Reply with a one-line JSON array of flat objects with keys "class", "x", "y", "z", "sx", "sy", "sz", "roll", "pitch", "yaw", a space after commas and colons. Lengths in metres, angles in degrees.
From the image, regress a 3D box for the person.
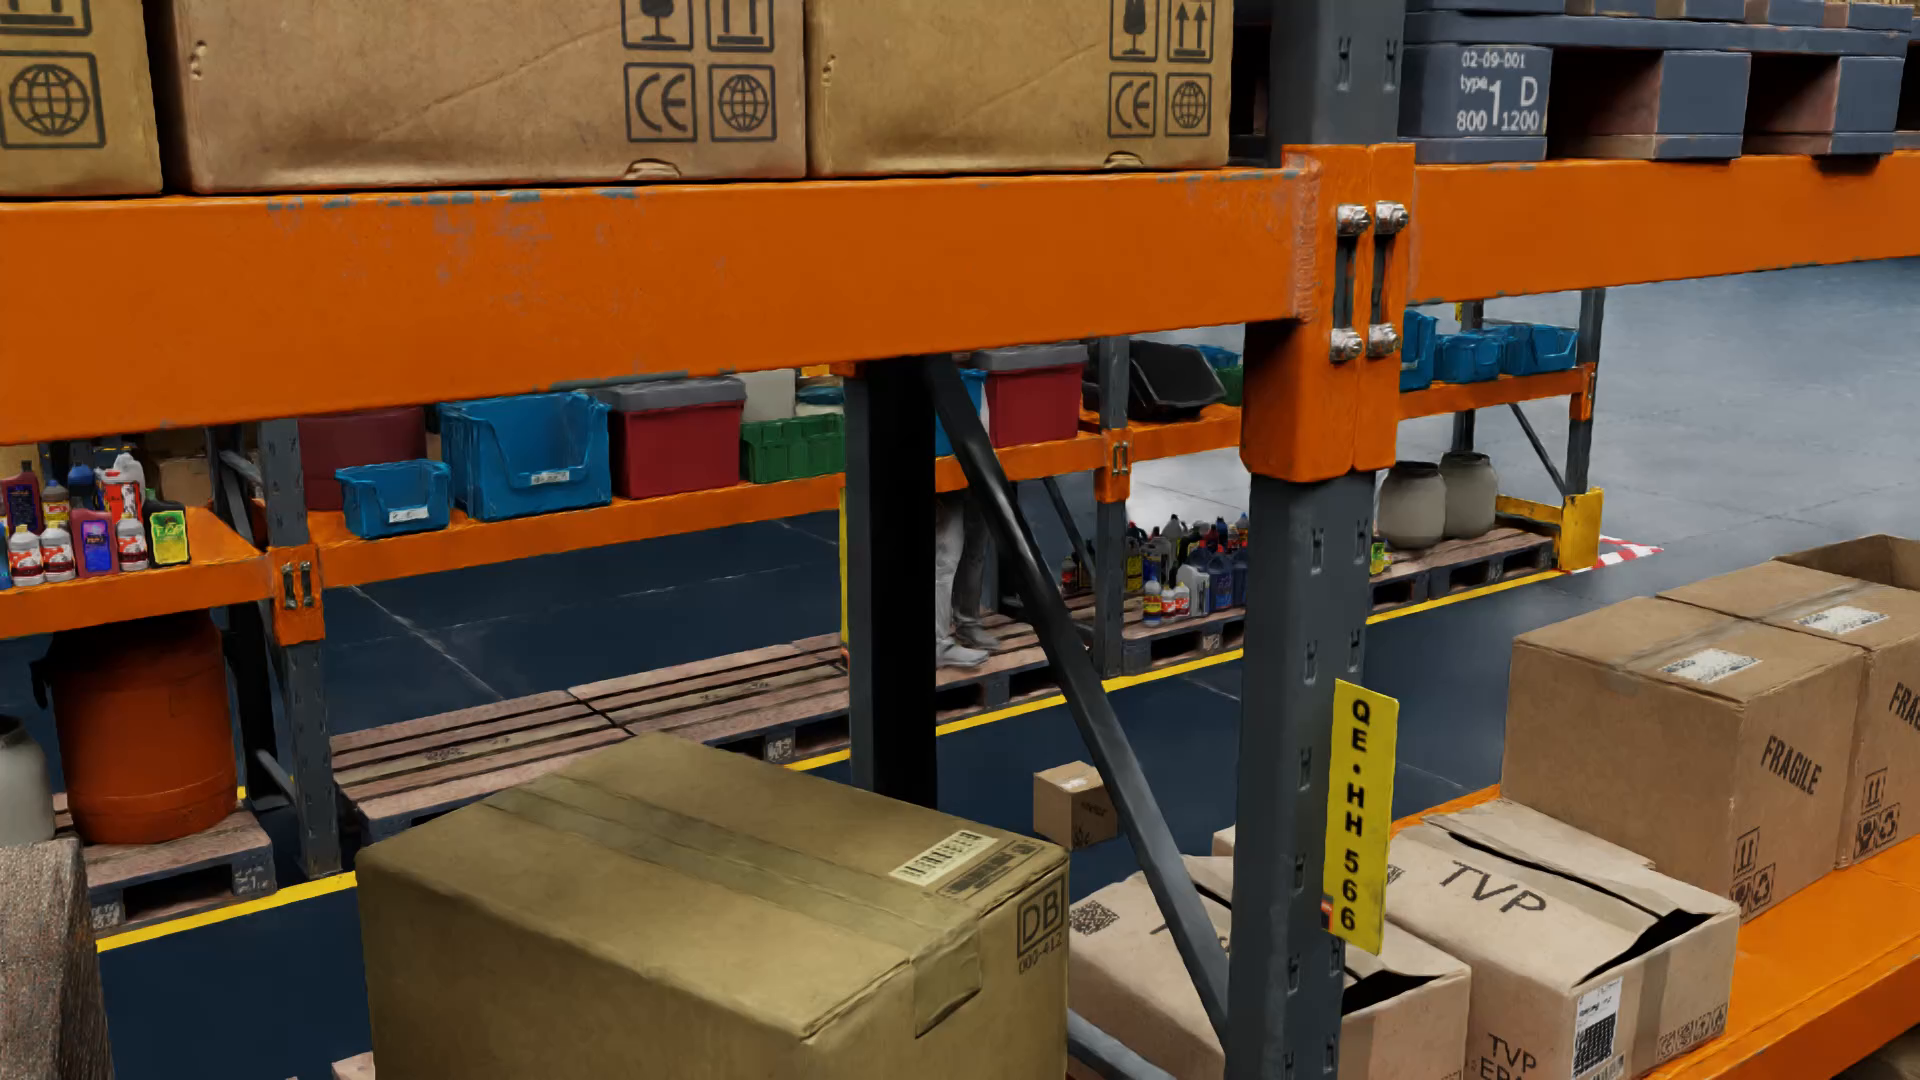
[{"class": "person", "x": 0.024, "y": -0.278, "z": 8.142, "sx": 0.651, "sy": 1.764, "sz": 0.497, "roll": -12, "pitch": 19, "yaw": -40}]
